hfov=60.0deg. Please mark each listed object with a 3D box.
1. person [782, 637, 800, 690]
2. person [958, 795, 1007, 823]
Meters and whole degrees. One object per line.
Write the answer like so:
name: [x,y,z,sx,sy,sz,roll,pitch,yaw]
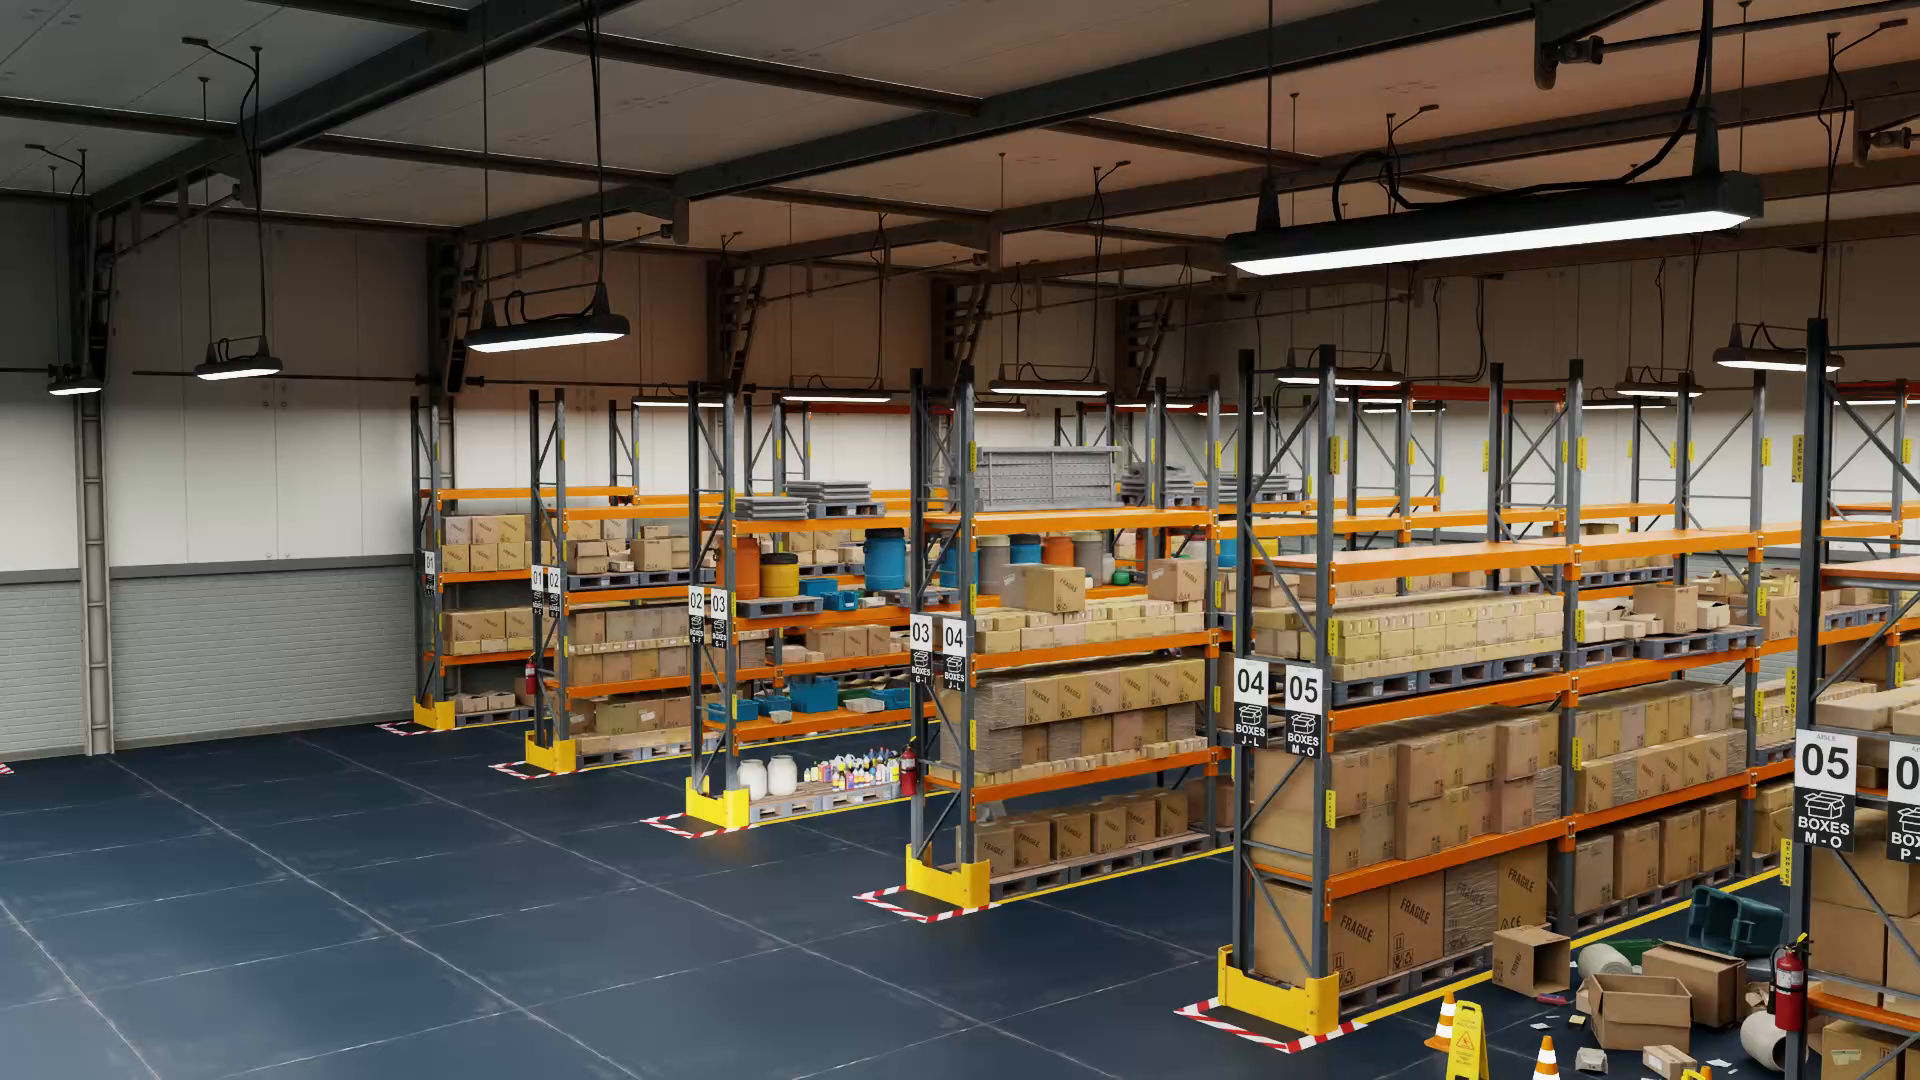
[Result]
person: [-3.319,2.551,31.695,0.644,1.497,0.816,2,4,29]
person: [0.281,3.018,21.579,0.948,1.706,0.690,-3,4,-37]
